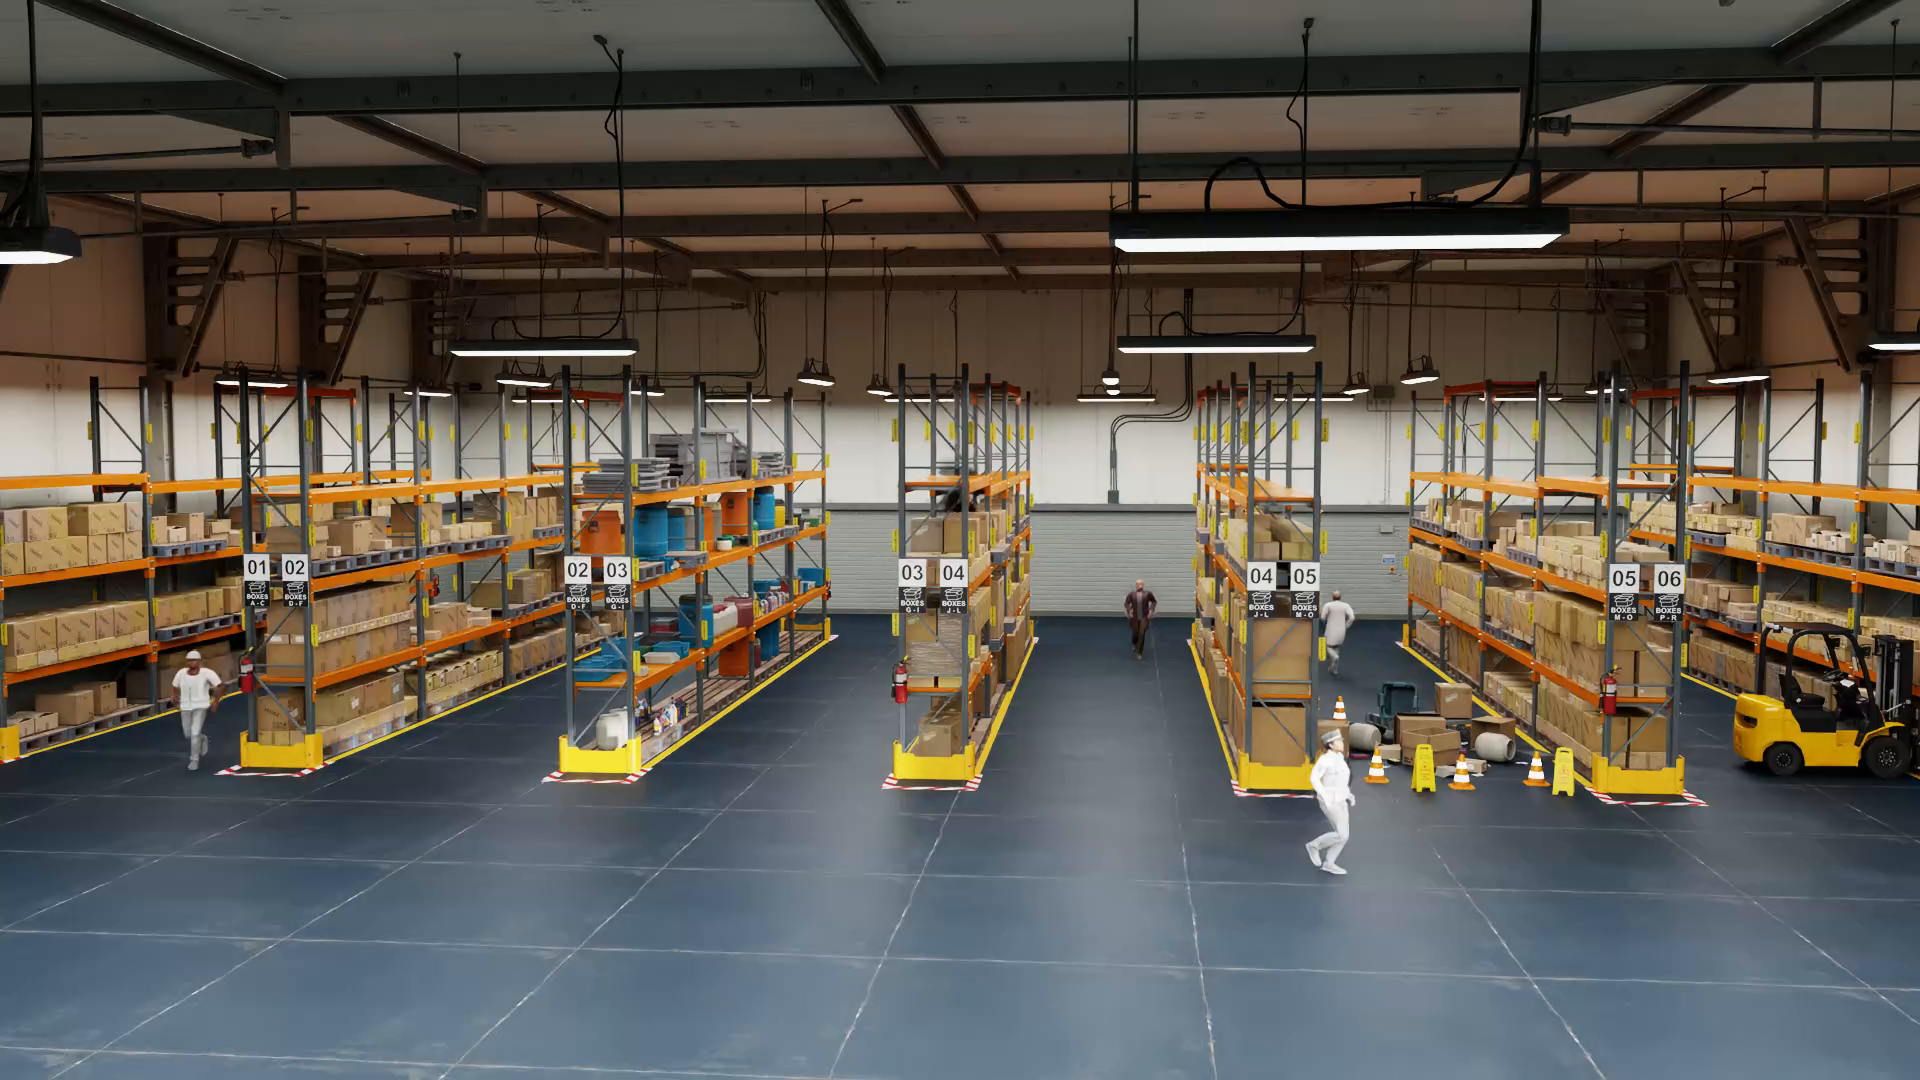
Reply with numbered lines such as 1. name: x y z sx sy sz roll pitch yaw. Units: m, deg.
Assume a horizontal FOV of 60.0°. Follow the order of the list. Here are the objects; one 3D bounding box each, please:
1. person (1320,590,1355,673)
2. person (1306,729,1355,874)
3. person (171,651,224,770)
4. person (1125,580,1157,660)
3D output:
1. person: 7.823 2.016 34.557 0.704 1.531 0.710 0 4 -5
2. person: 4.218 2.965 18.927 0.502 1.664 0.628 3 5 39
3. person: -11.516 2.537 25.063 0.741 1.754 0.766 0 4 -1
4. person: 4.030 1.758 37.107 0.717 1.770 0.843 1 4 11
